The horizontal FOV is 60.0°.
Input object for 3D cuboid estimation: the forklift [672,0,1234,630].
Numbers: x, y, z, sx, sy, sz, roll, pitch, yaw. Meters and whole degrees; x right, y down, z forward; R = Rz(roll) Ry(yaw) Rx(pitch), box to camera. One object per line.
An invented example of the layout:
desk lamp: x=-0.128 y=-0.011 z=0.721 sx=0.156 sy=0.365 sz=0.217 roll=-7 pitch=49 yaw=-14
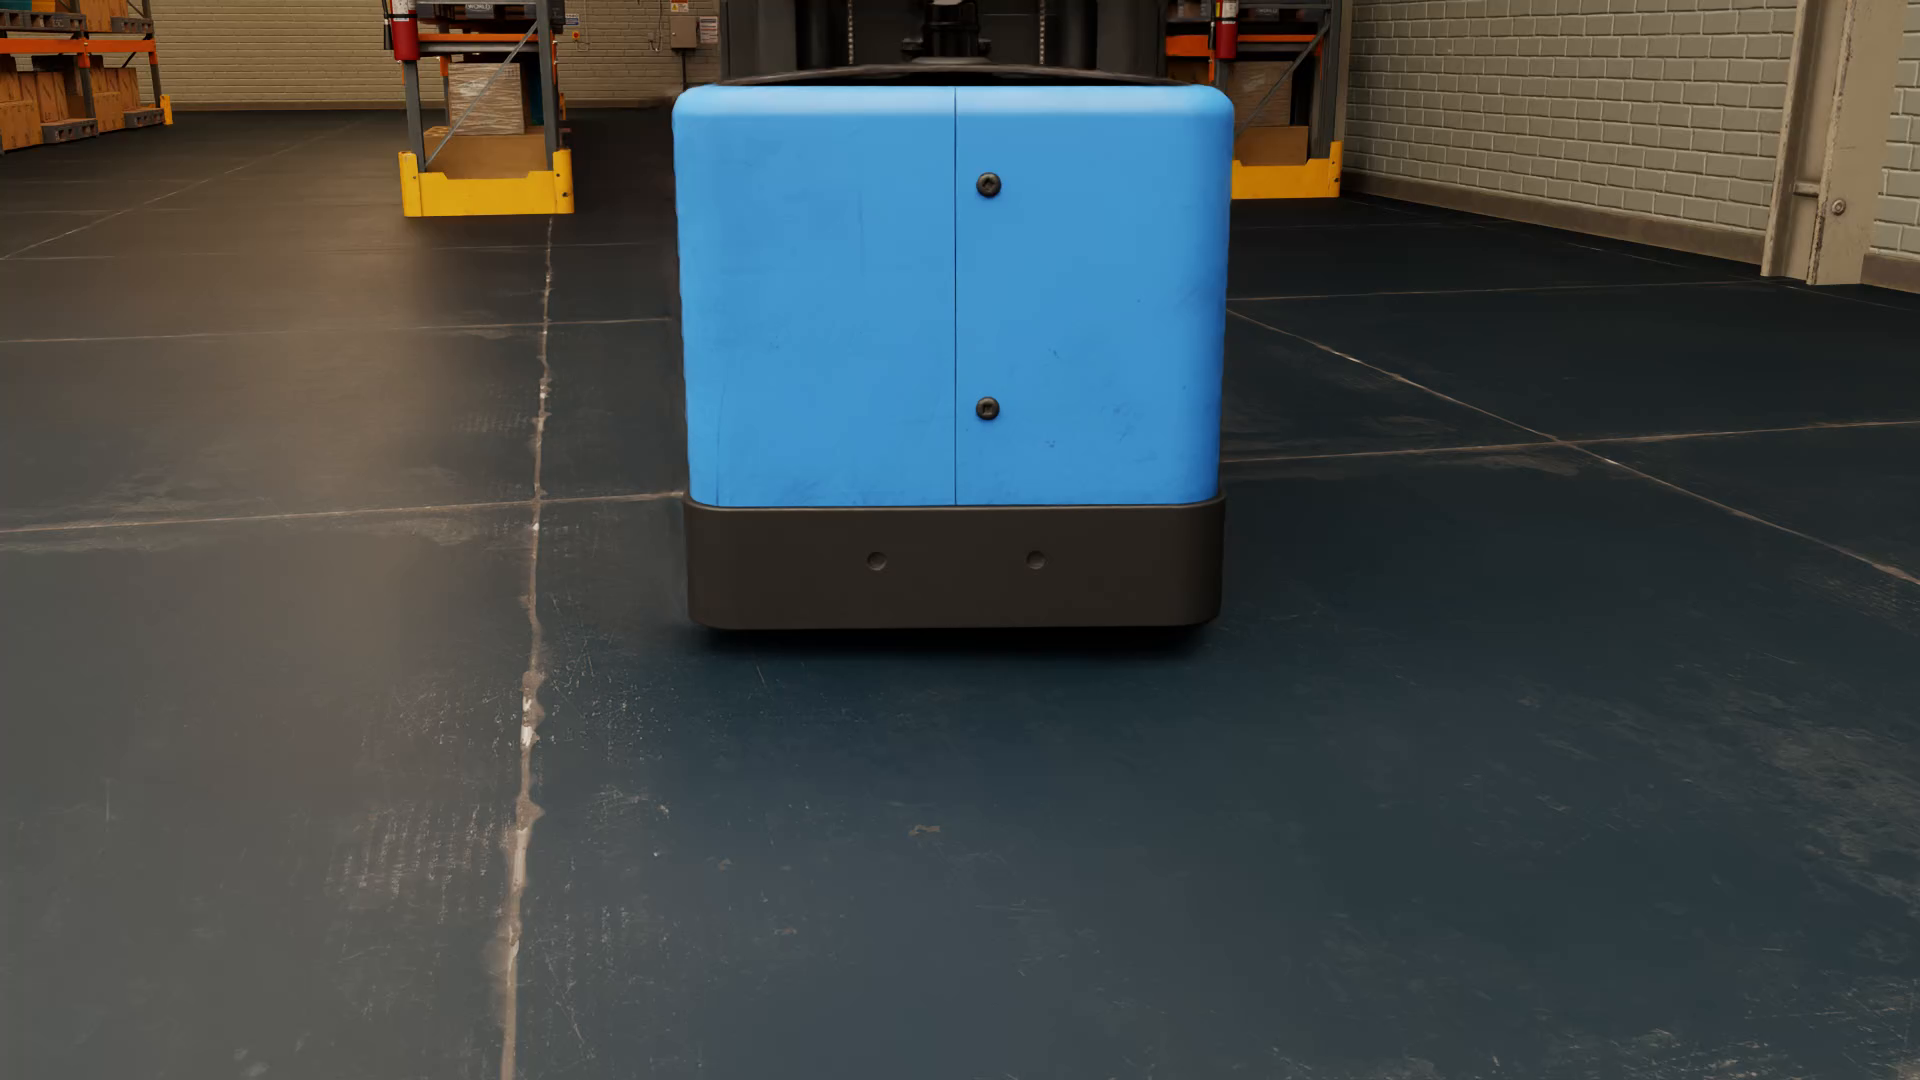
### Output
forklift: x=-0.047 y=-1.597 z=4.244 sx=1.130 sy=2.935 sz=3.031 roll=0 pitch=17 yaw=-1
